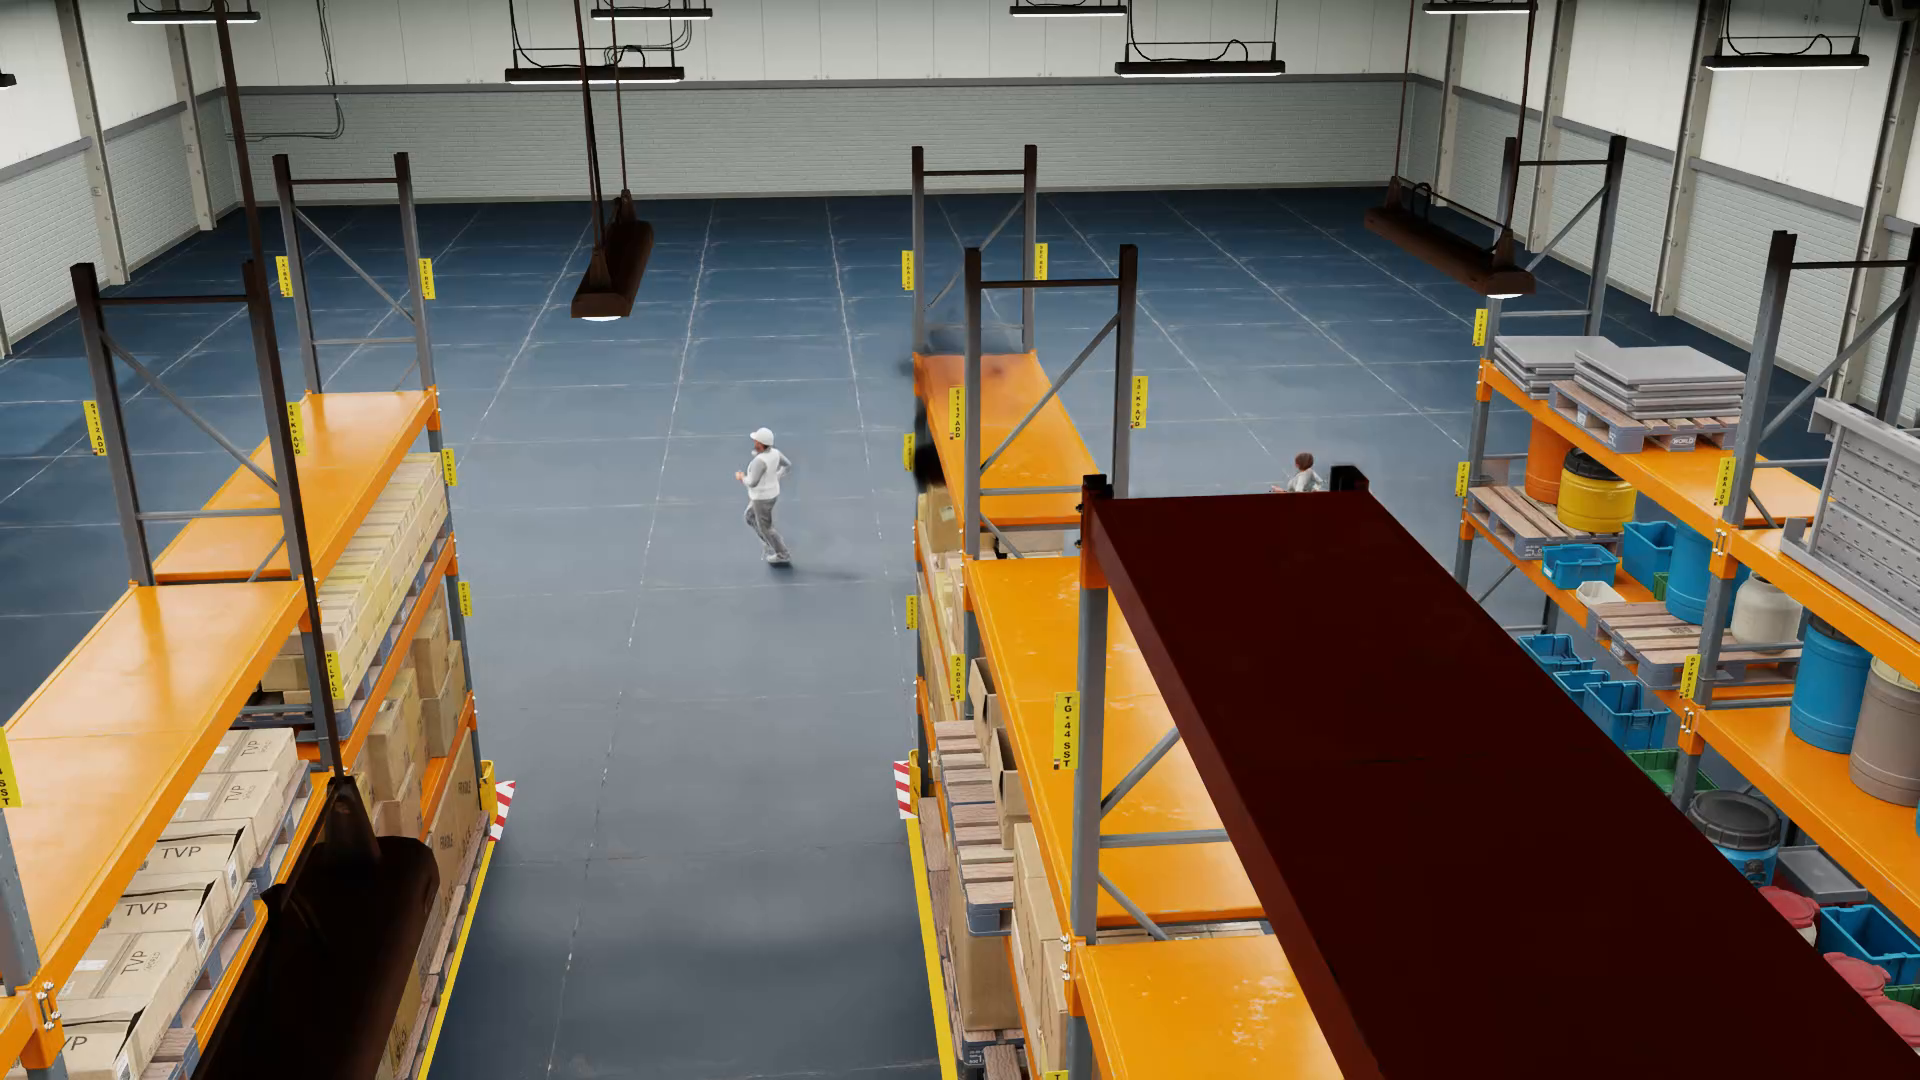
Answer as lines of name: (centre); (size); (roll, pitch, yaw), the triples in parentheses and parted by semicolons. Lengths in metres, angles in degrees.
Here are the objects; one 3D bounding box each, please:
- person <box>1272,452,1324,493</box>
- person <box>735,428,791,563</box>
person: (4.134, -0.253, 20.235); (0.721, 1.548, 0.506); (5, 22, 13)
person: (-2.448, -0.550, 20.640); (0.693, 1.770, 0.629); (5, 22, 12)
